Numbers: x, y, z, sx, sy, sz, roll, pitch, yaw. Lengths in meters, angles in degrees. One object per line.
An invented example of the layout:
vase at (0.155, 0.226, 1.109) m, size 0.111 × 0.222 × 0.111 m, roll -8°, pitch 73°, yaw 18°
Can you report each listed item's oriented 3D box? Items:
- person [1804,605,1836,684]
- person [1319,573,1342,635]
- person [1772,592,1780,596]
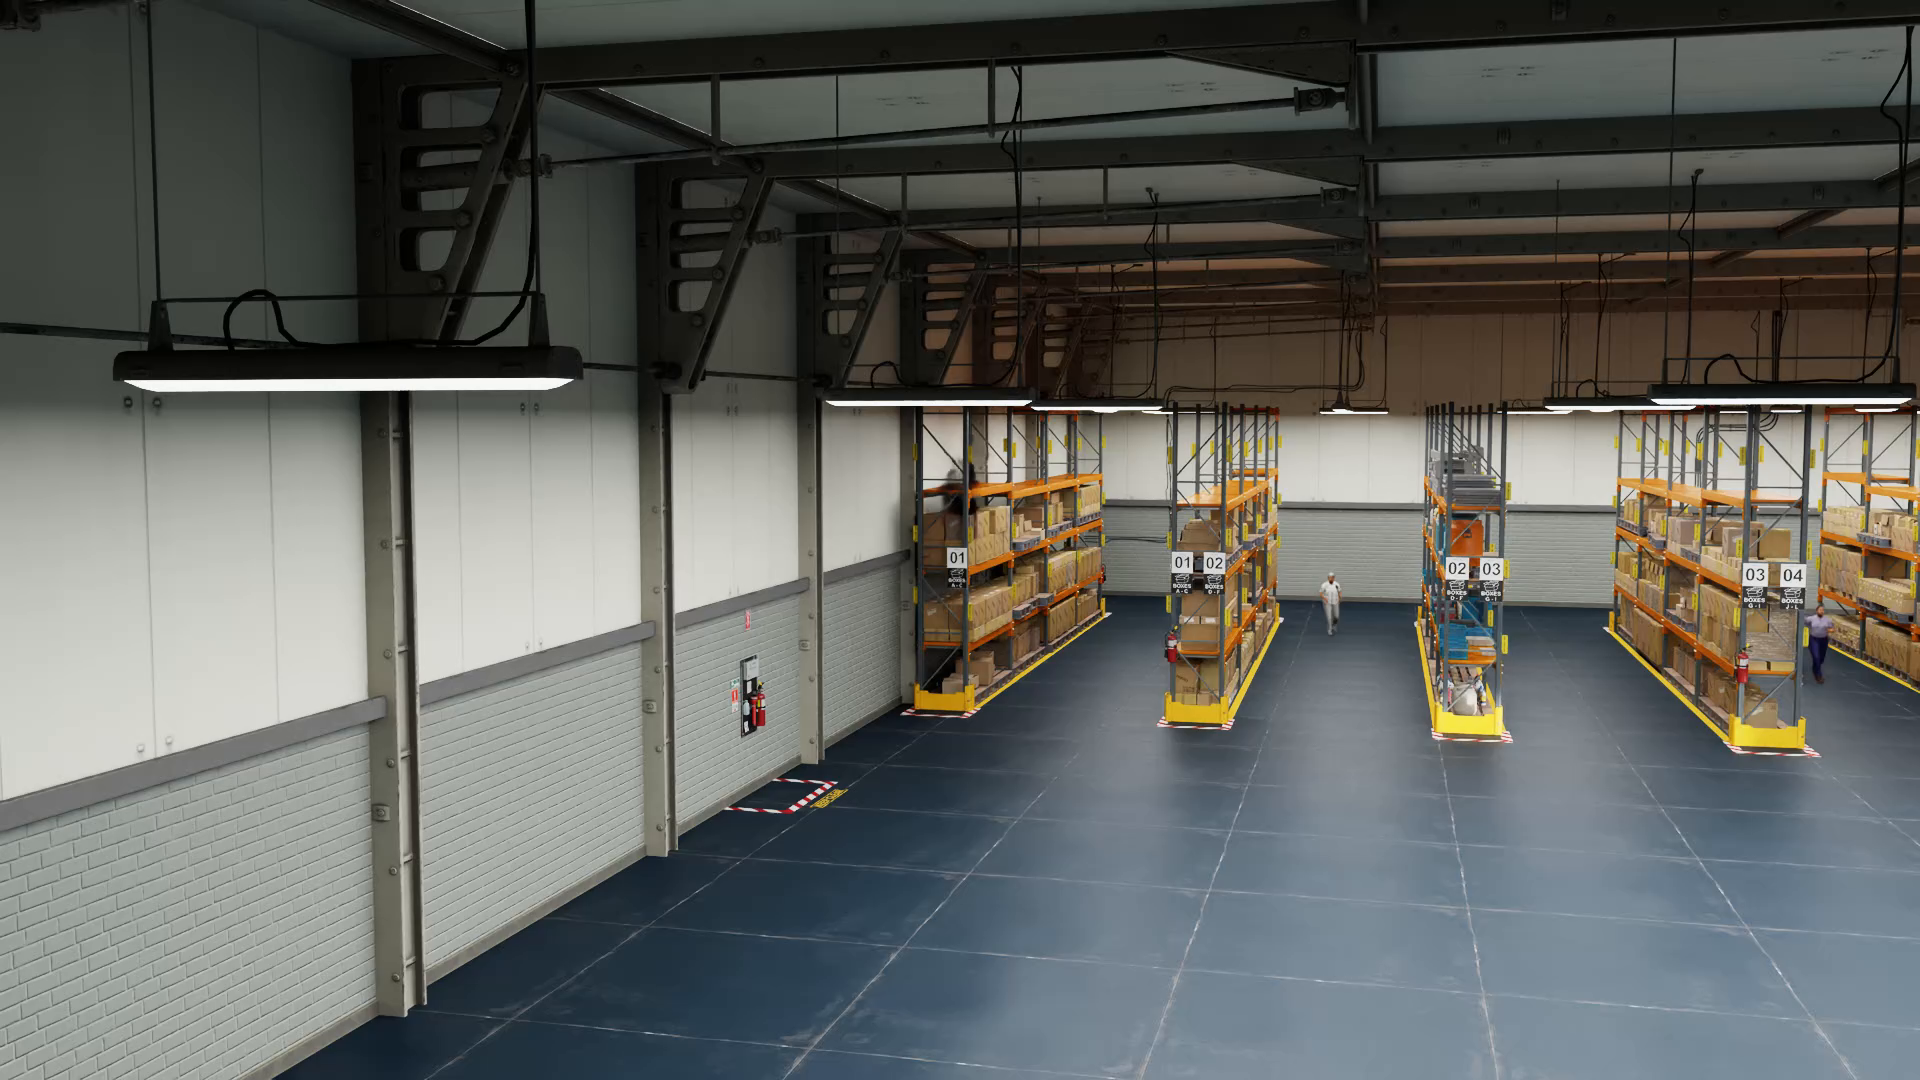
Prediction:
person at (18.567, 2.223, 35.952) m, size 0.599 × 1.651 × 0.919 m, roll 1°, pitch 4°, yaw 9°
person at (9.759, 1.681, 43.778) m, size 0.611 × 1.634 × 0.524 m, roll 0°, pitch 4°, yaw 2°
person at (20.627, 1.771, 41.839) m, size 0.668 × 1.696 × 0.846 m, roll 2°, pitch 5°, yaw 23°
